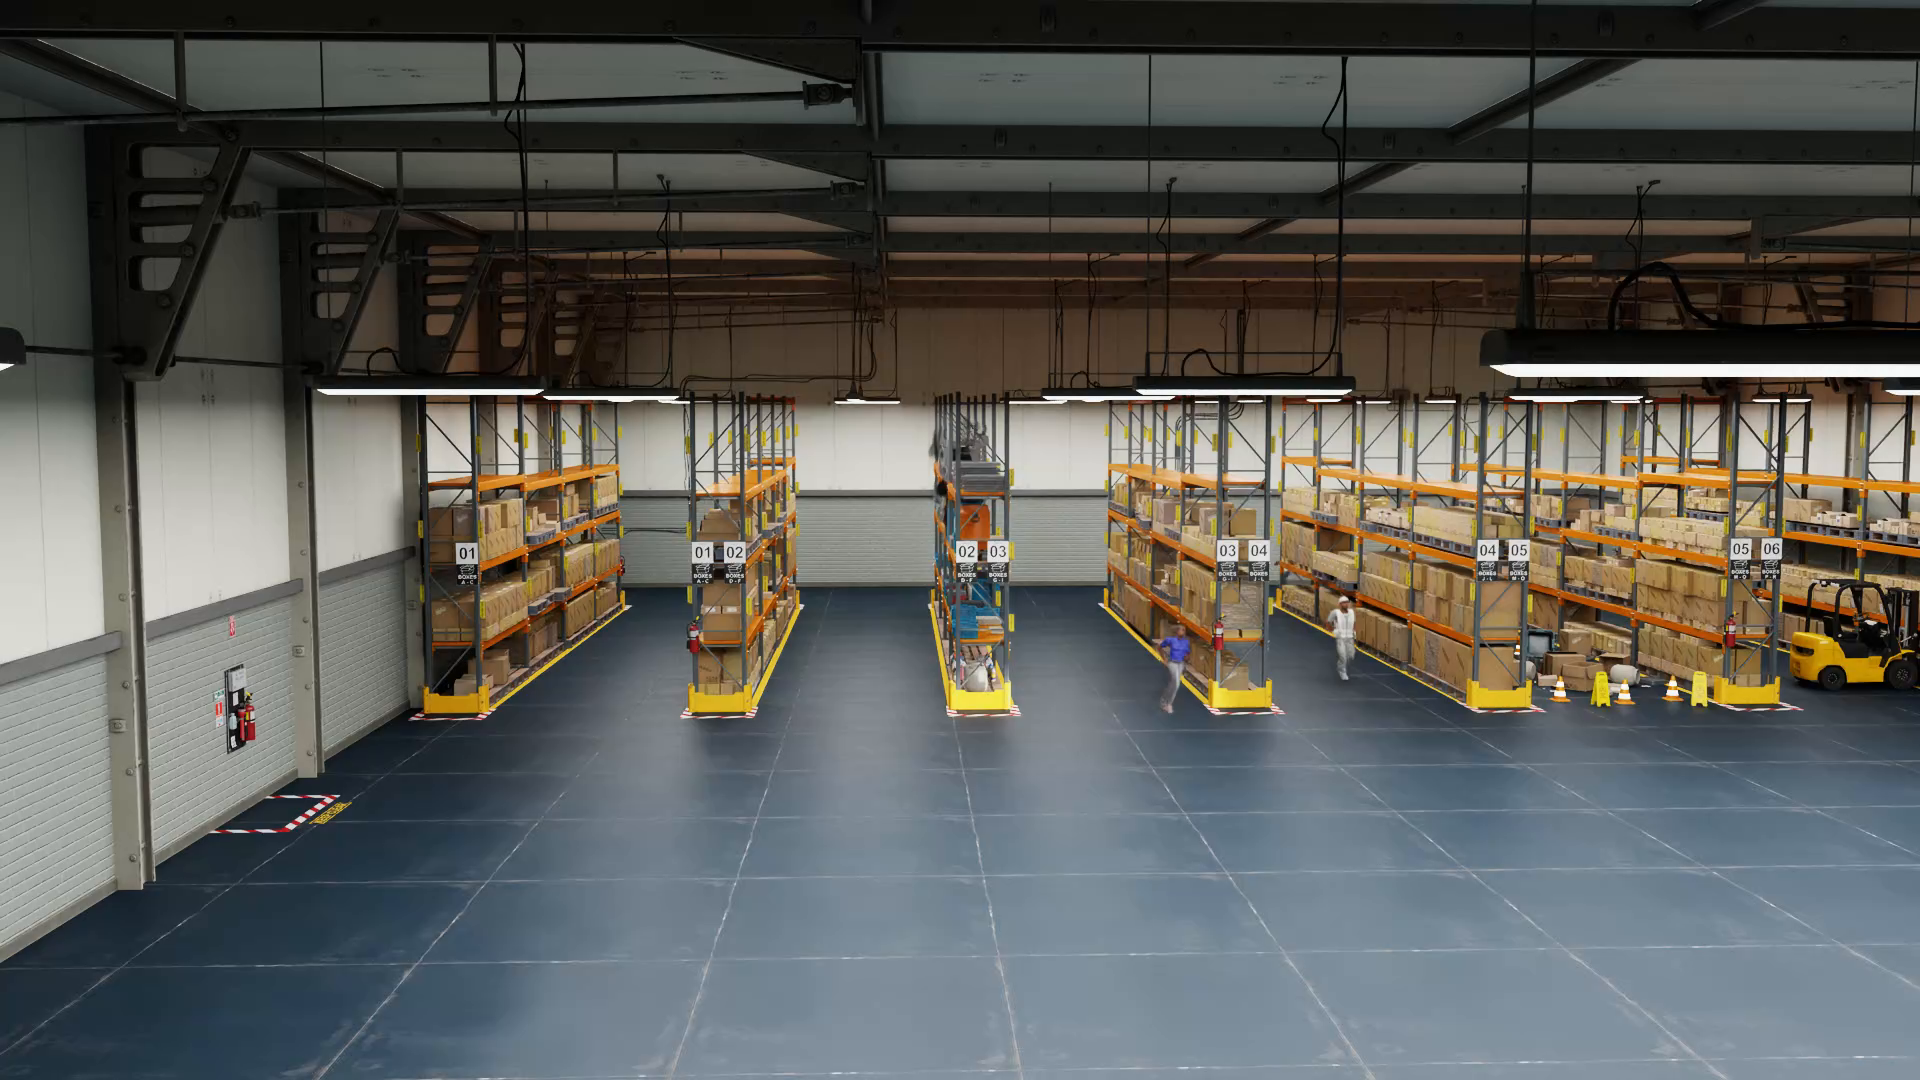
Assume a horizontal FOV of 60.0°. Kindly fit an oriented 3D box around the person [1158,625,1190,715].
[{"bbox_3d":[4.041,2.419,31.237,0.580,1.668,0.654,-2,5,-29],"label":"person"}]

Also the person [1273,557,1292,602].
[{"bbox_3d":[9.573,0.938,48.880,0.917,1.777,0.745,-1,5,-14],"label":"person"}]

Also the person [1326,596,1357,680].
[{"bbox_3d":[8.033,2.049,34.966,0.690,1.747,0.550,-1,5,-13],"label":"person"}]
